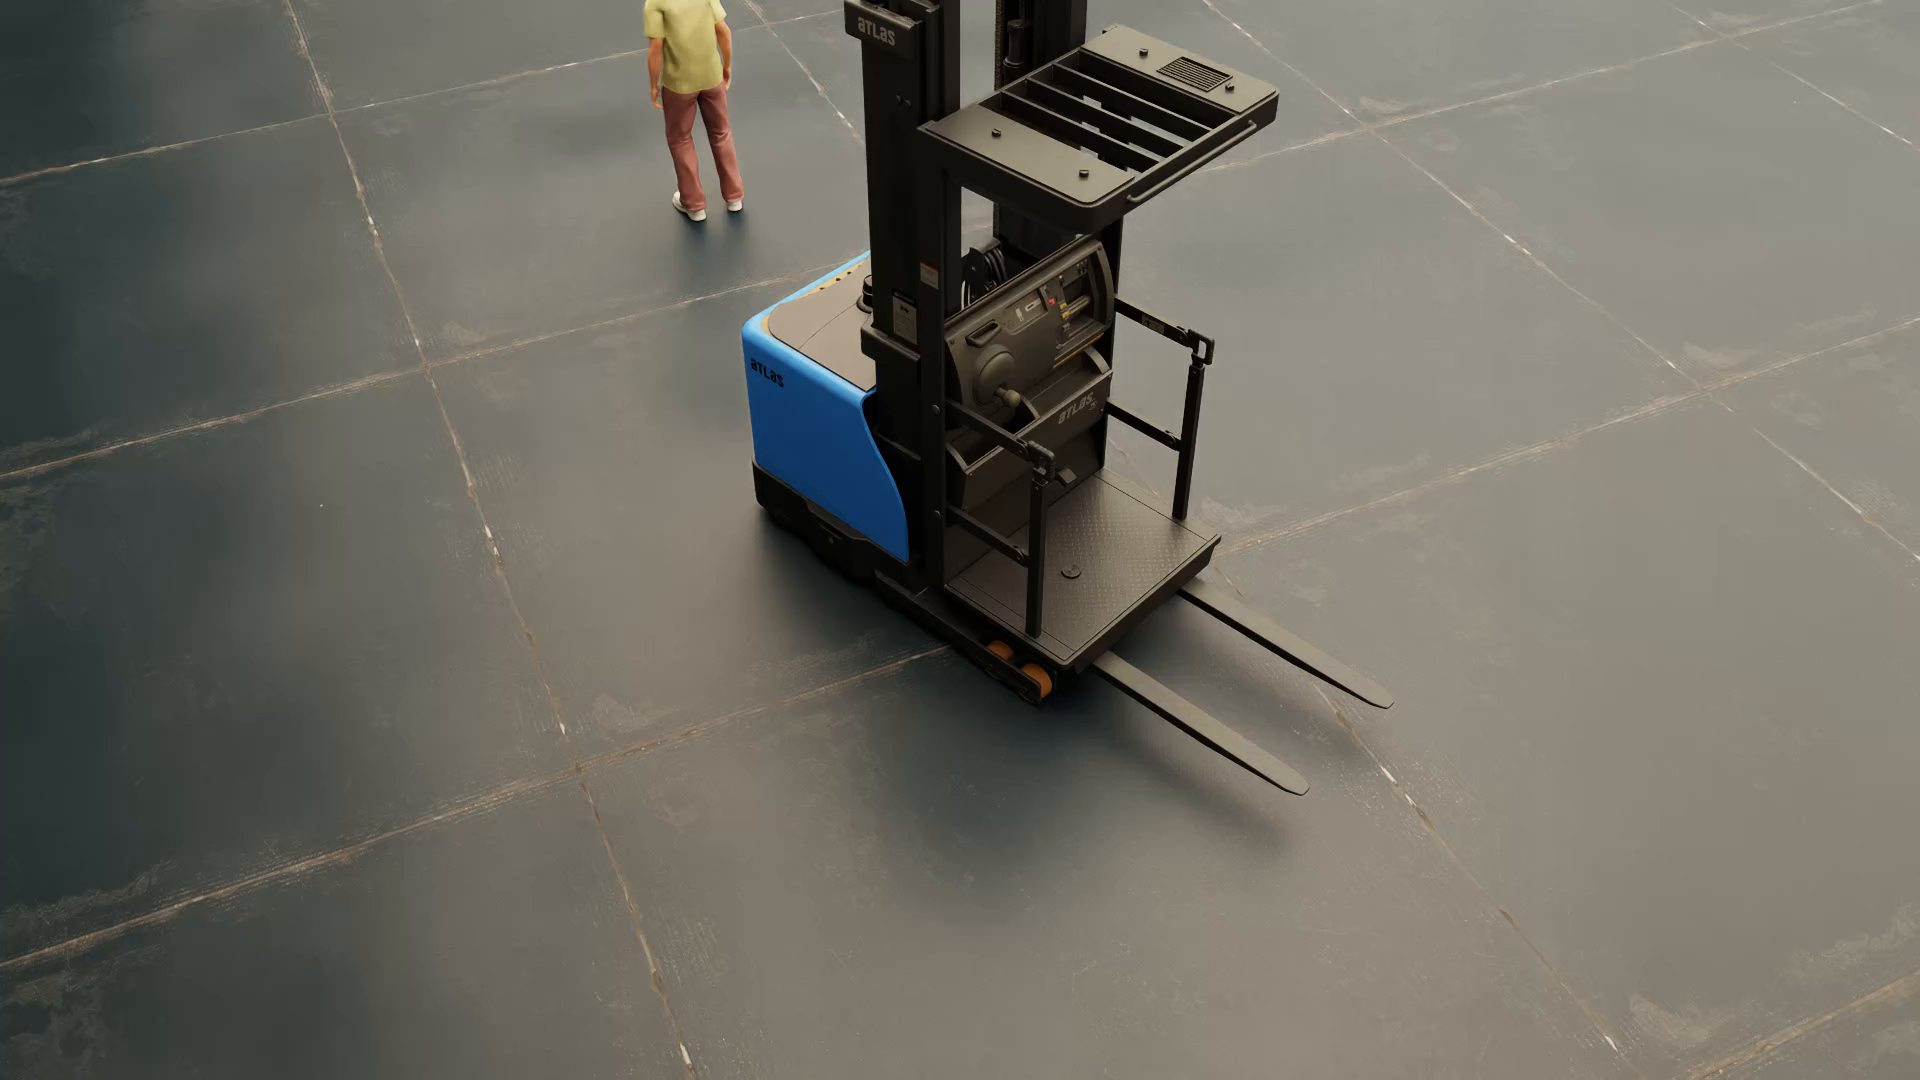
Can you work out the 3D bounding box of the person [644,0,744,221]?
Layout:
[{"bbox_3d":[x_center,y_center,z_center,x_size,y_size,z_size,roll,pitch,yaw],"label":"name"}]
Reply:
[{"bbox_3d":[-1.518,-2.596,9.386,0.520,1.671,0.365,-21,47,-21],"label":"person"}]

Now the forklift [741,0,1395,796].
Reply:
[{"bbox_3d":[0.445,-0.788,6.525,3.031,2.935,1.130,32,52,30],"label":"forklift"}]
